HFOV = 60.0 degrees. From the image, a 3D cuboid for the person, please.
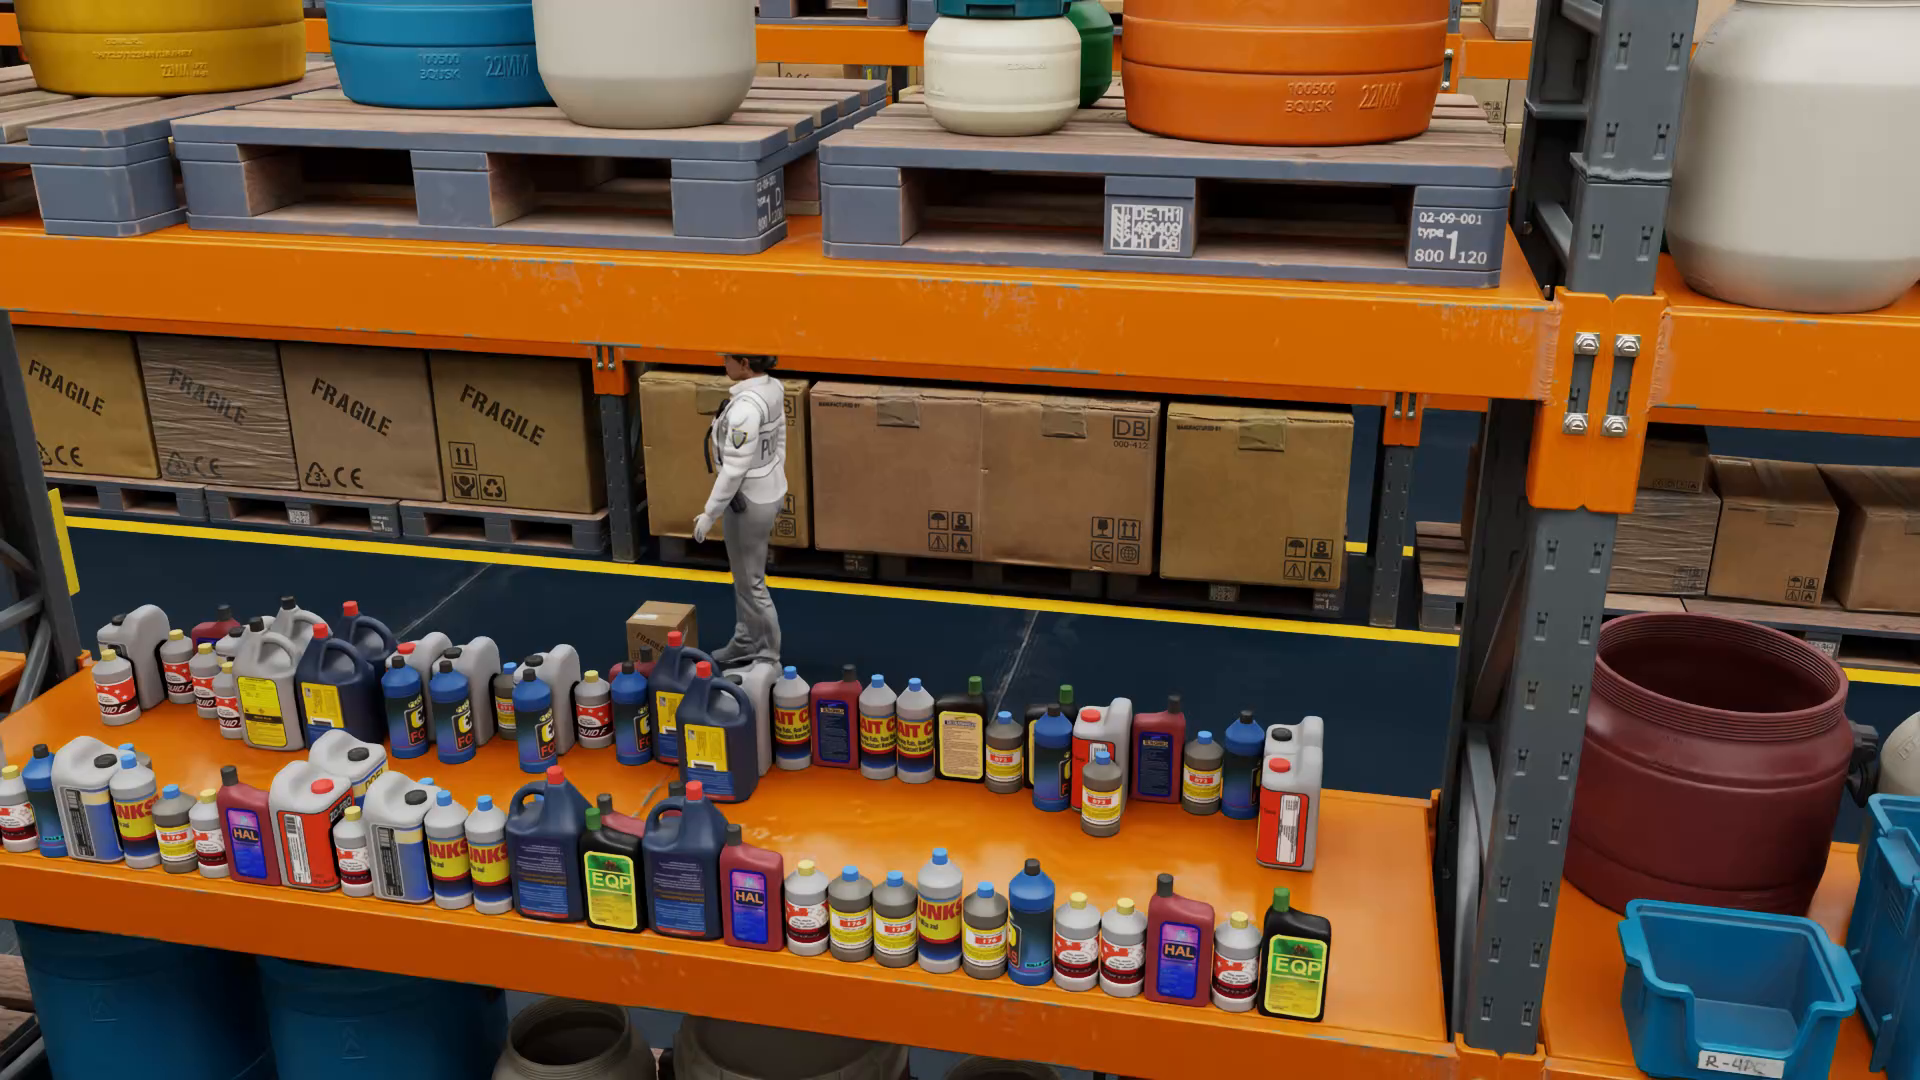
[{"bbox_3d":[-1.001,-0.133,7.419,0.457,1.716,0.526,3,22,8],"label":"person"}]
